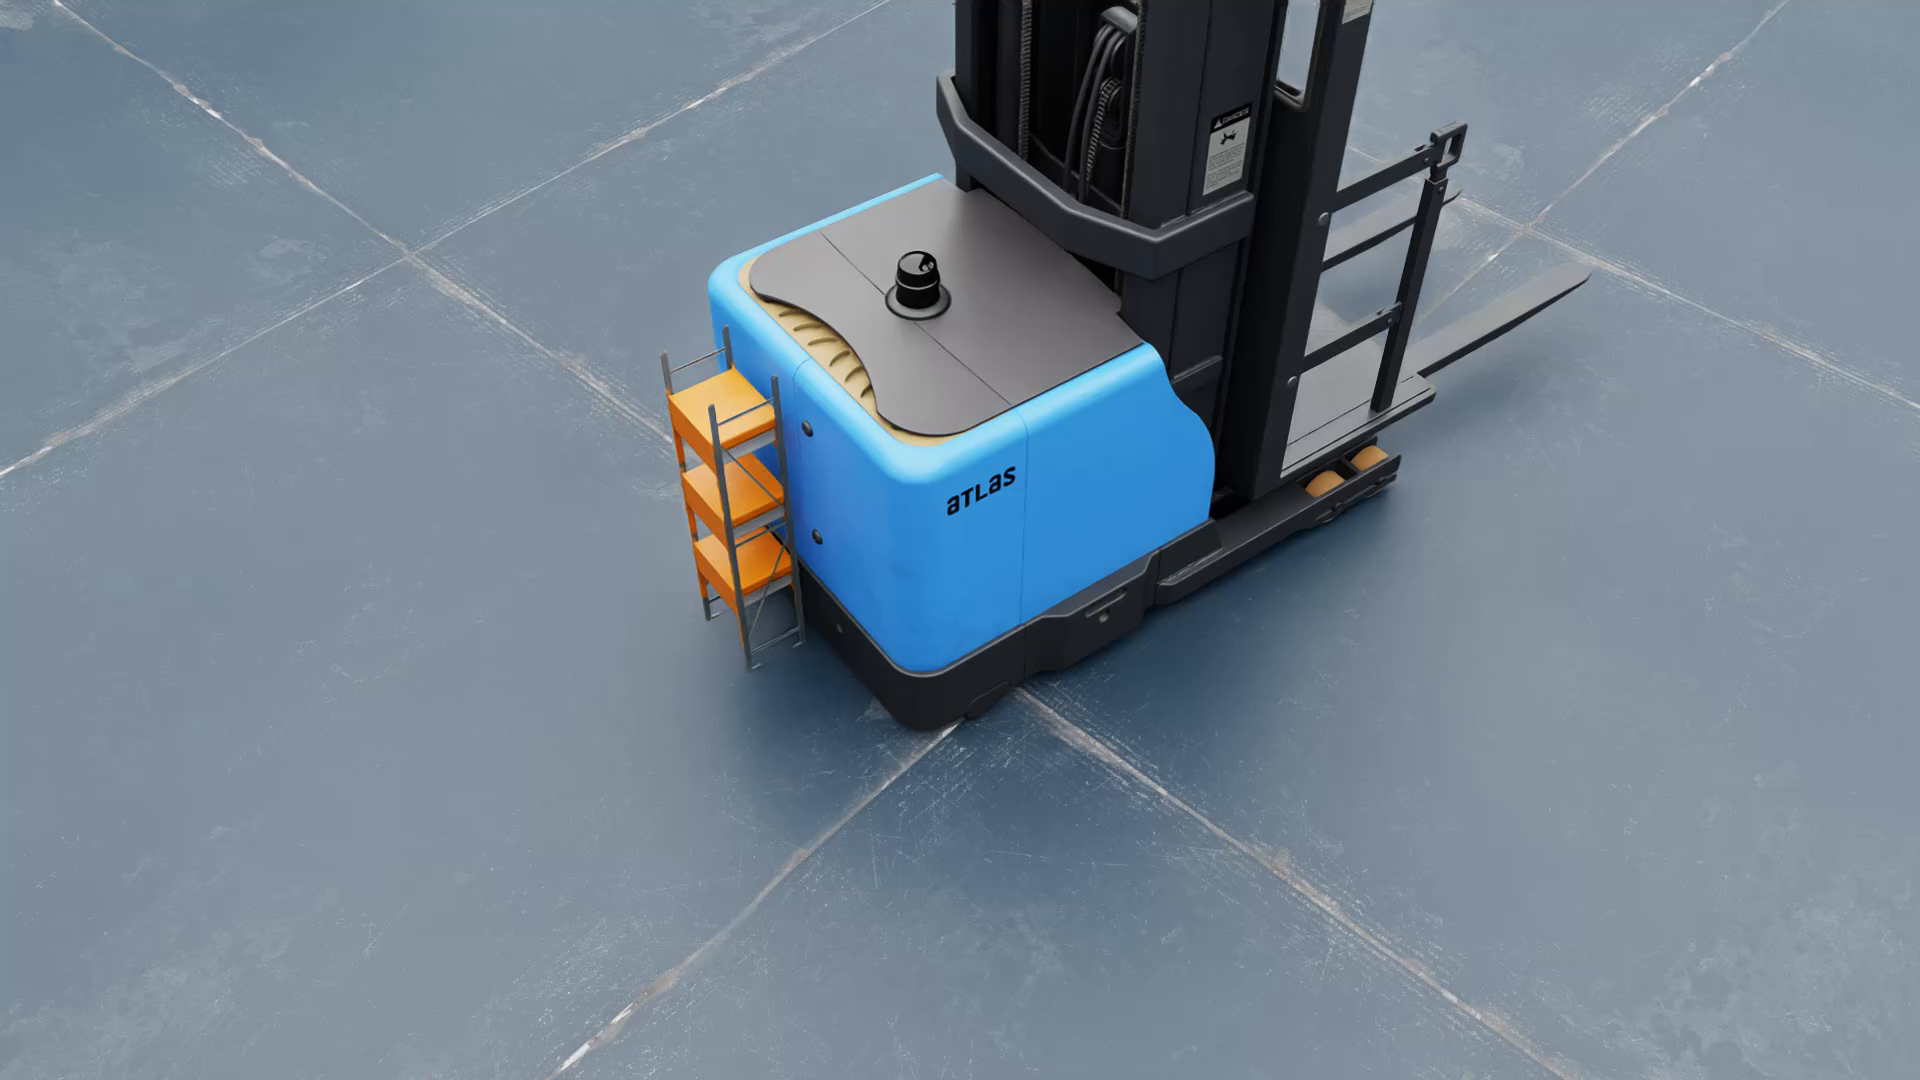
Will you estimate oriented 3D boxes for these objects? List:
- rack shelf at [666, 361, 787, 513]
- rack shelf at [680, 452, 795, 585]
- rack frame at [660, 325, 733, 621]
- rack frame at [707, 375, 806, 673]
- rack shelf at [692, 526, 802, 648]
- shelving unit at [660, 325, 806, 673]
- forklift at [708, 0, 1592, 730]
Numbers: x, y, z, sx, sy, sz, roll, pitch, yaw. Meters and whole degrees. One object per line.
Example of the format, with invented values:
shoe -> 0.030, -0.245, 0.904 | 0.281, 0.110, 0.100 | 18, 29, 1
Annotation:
rack shelf -> -0.614, -0.273, 4.411 | 0.215, 0.259, 0.240 | -28, 53, -24
rack shelf -> -0.614, -0.079, 4.618 | 0.215, 0.259, 0.240 | -28, 53, -24
rack frame -> -0.686, -0.158, 4.678 | 0.200, 1.050, 0.008 | -28, 53, -24
rack frame -> -0.543, -0.014, 4.543 | 0.200, 1.050, 0.008 | -28, 53, -24
rack shelf -> -0.614, 0.111, 4.821 | 0.215, 0.259, 0.240 | -28, 53, -24
shelving unit -> -0.614, -0.086, 4.611 | 0.215, 1.050, 0.252 | -28, 53, -24
forklift -> 0.797, -1.346, 4.503 | 3.031, 2.935, 1.130 | -28, 53, -24
